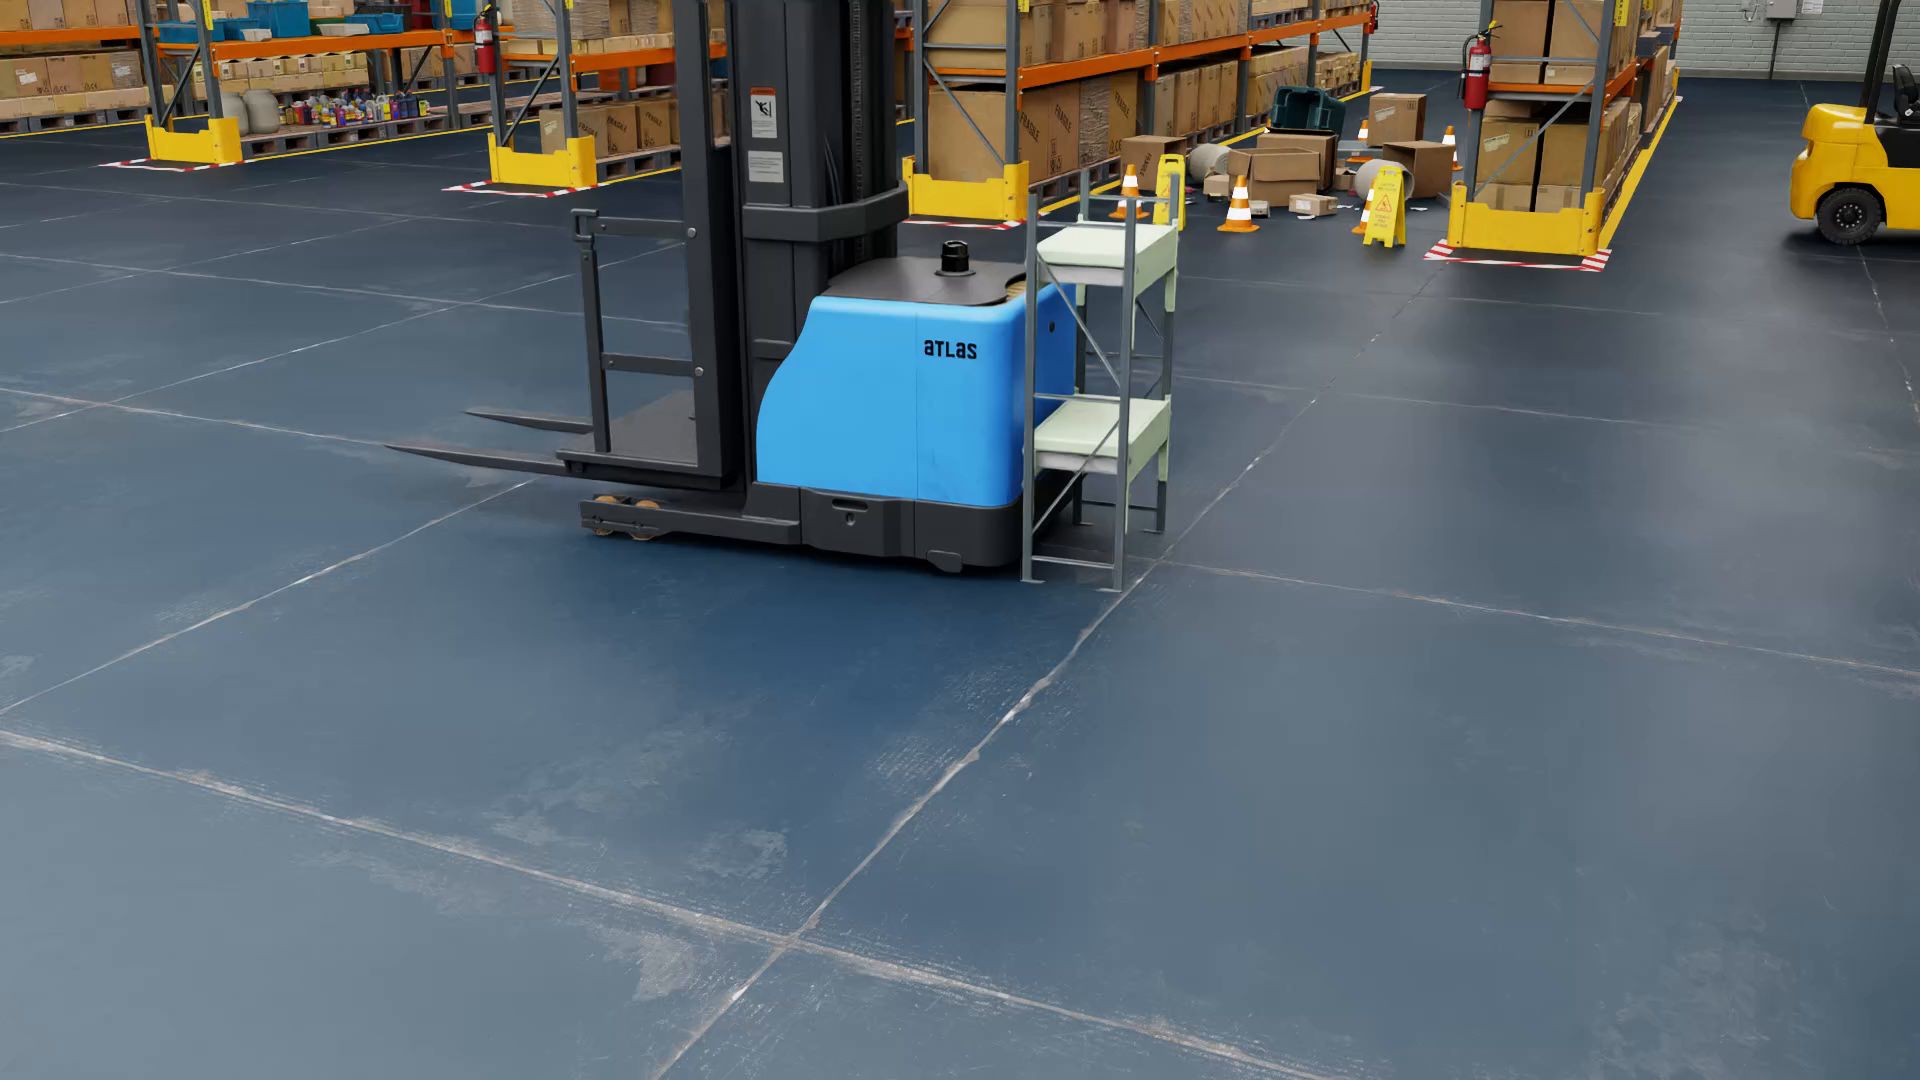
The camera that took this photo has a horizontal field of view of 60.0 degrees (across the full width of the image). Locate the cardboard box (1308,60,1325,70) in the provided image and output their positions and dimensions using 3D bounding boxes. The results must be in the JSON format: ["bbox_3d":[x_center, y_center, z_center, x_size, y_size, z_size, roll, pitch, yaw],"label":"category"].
[{"bbox_3d":[5.614,-7.578,26.541,0.380,0.149,0.250,8,21,21],"label":"cardboard box"}]

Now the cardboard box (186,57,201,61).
[{"bbox_3d":[-11.712,-7.239,25.488,0.500,0.311,0.500,9,22,24],"label":"cardboard box"}]

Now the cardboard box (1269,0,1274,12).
[{"bbox_3d":[4.137,-7.418,23.099,0.380,0.149,0.250,9,22,24],"label":"cardboard box"}]

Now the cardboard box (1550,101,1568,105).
[{"bbox_3d":[5.557,-3.977,16.031,0.500,0.500,0.500,9,22,25],"label":"cardboard box"}]

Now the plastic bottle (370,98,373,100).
[{"bbox_3d":[-7.622,-5.609,21.660,0.061,0.283,0.133,9,21,23],"label":"plastic bottle"}]

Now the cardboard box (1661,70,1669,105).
[{"bbox_3d":[9.884,-6.643,24.368,0.875,0.438,0.875,8,21,22],"label":"cardboard box"}]

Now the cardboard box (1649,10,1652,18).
[{"bbox_3d":[6.912,-5.672,17.221,0.500,0.500,0.500,9,21,23],"label":"cardboard box"}]

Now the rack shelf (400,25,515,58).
[{"bbox_3d":[-6.487,-7.341,24.209,1.077,0.370,4.000,9,21,23],"label":"rack shelf"}]

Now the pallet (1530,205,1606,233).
[{"bbox_3d":[5.012,-2.760,14.413,1.003,0.211,1.213,9,21,23],"label":"pallet"}]

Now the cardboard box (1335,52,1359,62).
[{"bbox_3d":[6.624,-8.284,28.527,0.380,0.149,0.250,9,21,23],"label":"cardboard box"}]

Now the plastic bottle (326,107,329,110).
[{"bbox_3d":[-8.215,-5.520,21.534,0.097,0.201,0.097,0,20,0],"label":"plastic bottle"}]

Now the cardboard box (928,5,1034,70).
[{"bbox_3d":[0.169,-4.645,15.330,0.875,0.550,0.550,9,21,23],"label":"cardboard box"}]

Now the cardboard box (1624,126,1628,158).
[{"bbox_3d":[6.466,-4.150,17.456,0.950,0.372,0.625,9,21,23],"label":"cardboard box"}]

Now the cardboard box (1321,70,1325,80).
[{"bbox_3d":[5.614,-7.436,26.586,0.380,0.149,0.250,7,21,20],"label":"cardboard box"}]

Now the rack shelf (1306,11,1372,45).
[{"bbox_3d":[5.791,-8.396,27.174,1.077,0.370,4.000,9,21,23],"label":"rack shelf"}]

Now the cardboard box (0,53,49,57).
[{"bbox_3d":[-12.911,-6.448,22.980,0.500,0.500,0.500,9,21,23],"label":"cardboard box"}]

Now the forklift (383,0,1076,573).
[{"bbox_3d":[-1.071,-1.535,6.911,3.031,2.935,1.130,7,21,18],"label":"forklift"}]

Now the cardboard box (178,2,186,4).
[{"bbox_3d":[-11.631,-7.980,25.132,0.396,0.266,0.258,8,21,21],"label":"cardboard box"}]

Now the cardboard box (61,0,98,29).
[{"bbox_3d":[-12.419,-7.345,22.997,0.700,0.500,0.500,9,21,24],"label":"cardboard box"}]

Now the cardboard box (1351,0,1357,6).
[{"bbox_3d":[6.246,-9.048,27.340,0.500,0.500,0.500,9,21,23],"label":"cardboard box"}]

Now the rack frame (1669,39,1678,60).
[{"bbox_3d":[11.167,-8.698,26.949,1.000,3.000,0.127,9,21,23],"label":"rack frame"}]

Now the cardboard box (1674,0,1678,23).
[{"bbox_3d":[10.170,-7.783,24.227,0.500,0.500,0.500,9,21,23],"label":"cardboard box"}]

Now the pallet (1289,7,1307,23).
[{"bbox_3d":[4.526,-7.819,24.765,1.003,0.211,1.213,9,21,23],"label":"pallet"}]

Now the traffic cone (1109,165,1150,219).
[{"bbox_3d":[1.571,-3.227,15.353,0.336,0.463,0.334,9,21,23],"label":"traffic cone"}]

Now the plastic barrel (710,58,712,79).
[{"bbox_3d":[-4.559,-8.343,28.457,0.600,0.901,0.708,9,21,23],"label":"plastic barrel"}]

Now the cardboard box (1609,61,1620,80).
[{"bbox_3d":[5.362,-3.984,14.070,0.380,0.149,0.250,9,21,24],"label":"cardboard box"}]

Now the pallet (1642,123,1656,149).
[{"bbox_3d":[8.283,-5.169,21.188,1.003,0.211,1.213,9,21,23],"label":"pallet"}]

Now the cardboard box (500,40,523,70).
[{"bbox_3d":[-8.488,-9.035,30.970,0.500,0.500,0.500,8,21,22],"label":"cardboard box"}]

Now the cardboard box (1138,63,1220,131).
[{"bbox_3d":[2.648,-5.597,20.961,1.050,0.750,0.750,9,21,24],"label":"cardboard box"}]

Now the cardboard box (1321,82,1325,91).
[{"bbox_3d":[5.523,-7.127,26.159,0.380,0.149,0.250,9,22,24],"label":"cardboard box"}]

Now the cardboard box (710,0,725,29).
[{"bbox_3d":[-3.265,-6.299,19.612,0.875,0.500,0.500,9,21,23],"label":"cardboard box"}]

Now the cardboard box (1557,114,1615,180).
[{"bbox_3d":[5.417,-3.439,14.519,0.500,0.500,0.500,8,21,21],"label":"cardboard box"}]

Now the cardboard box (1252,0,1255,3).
[{"bbox_3d":[3.715,-7.240,22.155,0.380,0.149,0.250,10,22,25],"label":"cardboard box"}]

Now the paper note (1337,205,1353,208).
[{"bbox_3d":[3.671,-3.204,15.948,0.148,0.019,0.142,18,26,41],"label":"paper note"}]

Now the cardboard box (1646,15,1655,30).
[{"bbox_3d":[7.327,-5.629,18.069,0.380,0.149,0.250,9,22,25],"label":"cardboard box"}]

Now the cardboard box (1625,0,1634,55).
[{"bbox_3d":[5.680,-4.572,14.755,0.500,0.500,0.500,8,21,22],"label":"cardboard box"}]

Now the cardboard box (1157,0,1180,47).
[{"bbox_3d":[2.157,-5.849,18.789,0.500,0.500,0.500,9,21,23],"label":"cardboard box"}]

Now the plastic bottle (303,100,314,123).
[{"bbox_3d":[-8.407,-5.507,21.386,0.152,0.276,0.135,8,21,21],"label":"plastic bottle"}]

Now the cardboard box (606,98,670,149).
[{"bbox_3d":[-3.667,-4.751,18.956,0.500,0.500,0.500,11,22,28],"label":"cardboard box"}]

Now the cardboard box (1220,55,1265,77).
[{"bbox_3d":[3.837,-6.452,22.618,0.500,0.250,0.500,8,21,20],"label":"cardboard box"}]

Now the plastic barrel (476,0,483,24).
[{"bbox_3d":[-6.714,-7.395,23.084,0.433,0.535,0.433,0,20,0],"label":"plastic barrel"}]

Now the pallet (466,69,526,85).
[{"bbox_3d":[-8.846,-8.627,30.913,1.003,0.211,1.213,9,21,23],"label":"pallet"}]

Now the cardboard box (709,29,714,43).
[{"bbox_3d":[-3.099,-5.871,19.377,0.380,0.149,0.250,9,21,23],"label":"cardboard box"}]

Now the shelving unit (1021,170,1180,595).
[{"bbox_3d":[0.556,-0.639,6.527,0.431,1.500,0.755,7,21,18],"label":"shelving unit"}]

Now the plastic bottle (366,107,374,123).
[{"bbox_3d":[-7.611,-5.475,21.406,0.097,0.201,0.097,0,20,0],"label":"plastic bottle"}]

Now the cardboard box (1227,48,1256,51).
[{"bbox_3d":[4.000,-6.989,24.128,0.500,0.250,0.500,9,22,25],"label":"cardboard box"}]

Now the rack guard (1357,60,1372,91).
[{"bbox_3d":[6.579,-8.145,29.126,1.175,0.500,0.348,9,21,23],"label":"rack guard"}]

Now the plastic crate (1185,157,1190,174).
[{"bbox_3d":[2.820,-4.147,18.264,0.662,0.188,0.450,-14,14,-33],"label":"plastic crate"}]

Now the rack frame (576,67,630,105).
[{"bbox_3d":[-5.668,-8.292,25.807,1.000,3.000,0.127,9,21,23],"label":"rack frame"}]

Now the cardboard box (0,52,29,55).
[{"bbox_3d":[-15.892,-7.850,27.639,0.700,0.500,0.500,8,21,22],"label":"cardboard box"}]

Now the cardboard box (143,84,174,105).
[{"bbox_3d":[-11.814,-6.480,24.191,0.500,0.250,0.500,9,21,23],"label":"cardboard box"}]

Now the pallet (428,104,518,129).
[{"bbox_3d":[-7.020,-6.000,23.526,1.003,0.211,1.213,9,21,23],"label":"pallet"}]

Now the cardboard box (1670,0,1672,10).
[{"bbox_3d":[9.373,-7.318,22.547,0.500,0.250,0.500,9,22,24],"label":"cardboard box"}]

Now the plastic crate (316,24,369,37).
[{"bbox_3d":[-7.740,-6.413,20.920,0.530,0.136,0.437,9,21,23],"label":"plastic crate"}]

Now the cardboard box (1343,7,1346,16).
[{"bbox_3d":[6.127,-8.708,27.352,0.380,0.149,0.250,8,21,20],"label":"cardboard box"}]

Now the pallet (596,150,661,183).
[{"bbox_3d":[-4.029,-4.119,18.237,1.003,0.211,1.213,9,21,23],"label":"pallet"}]

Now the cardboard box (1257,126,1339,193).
[{"bbox_3d":[3.400,-3.866,16.885,0.797,0.637,0.503,9,21,23],"label":"cardboard box"}]

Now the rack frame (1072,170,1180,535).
[{"bbox_3d":[0.675,-0.755,6.852,0.400,1.500,0.023,7,21,18],"label":"rack frame"}]
